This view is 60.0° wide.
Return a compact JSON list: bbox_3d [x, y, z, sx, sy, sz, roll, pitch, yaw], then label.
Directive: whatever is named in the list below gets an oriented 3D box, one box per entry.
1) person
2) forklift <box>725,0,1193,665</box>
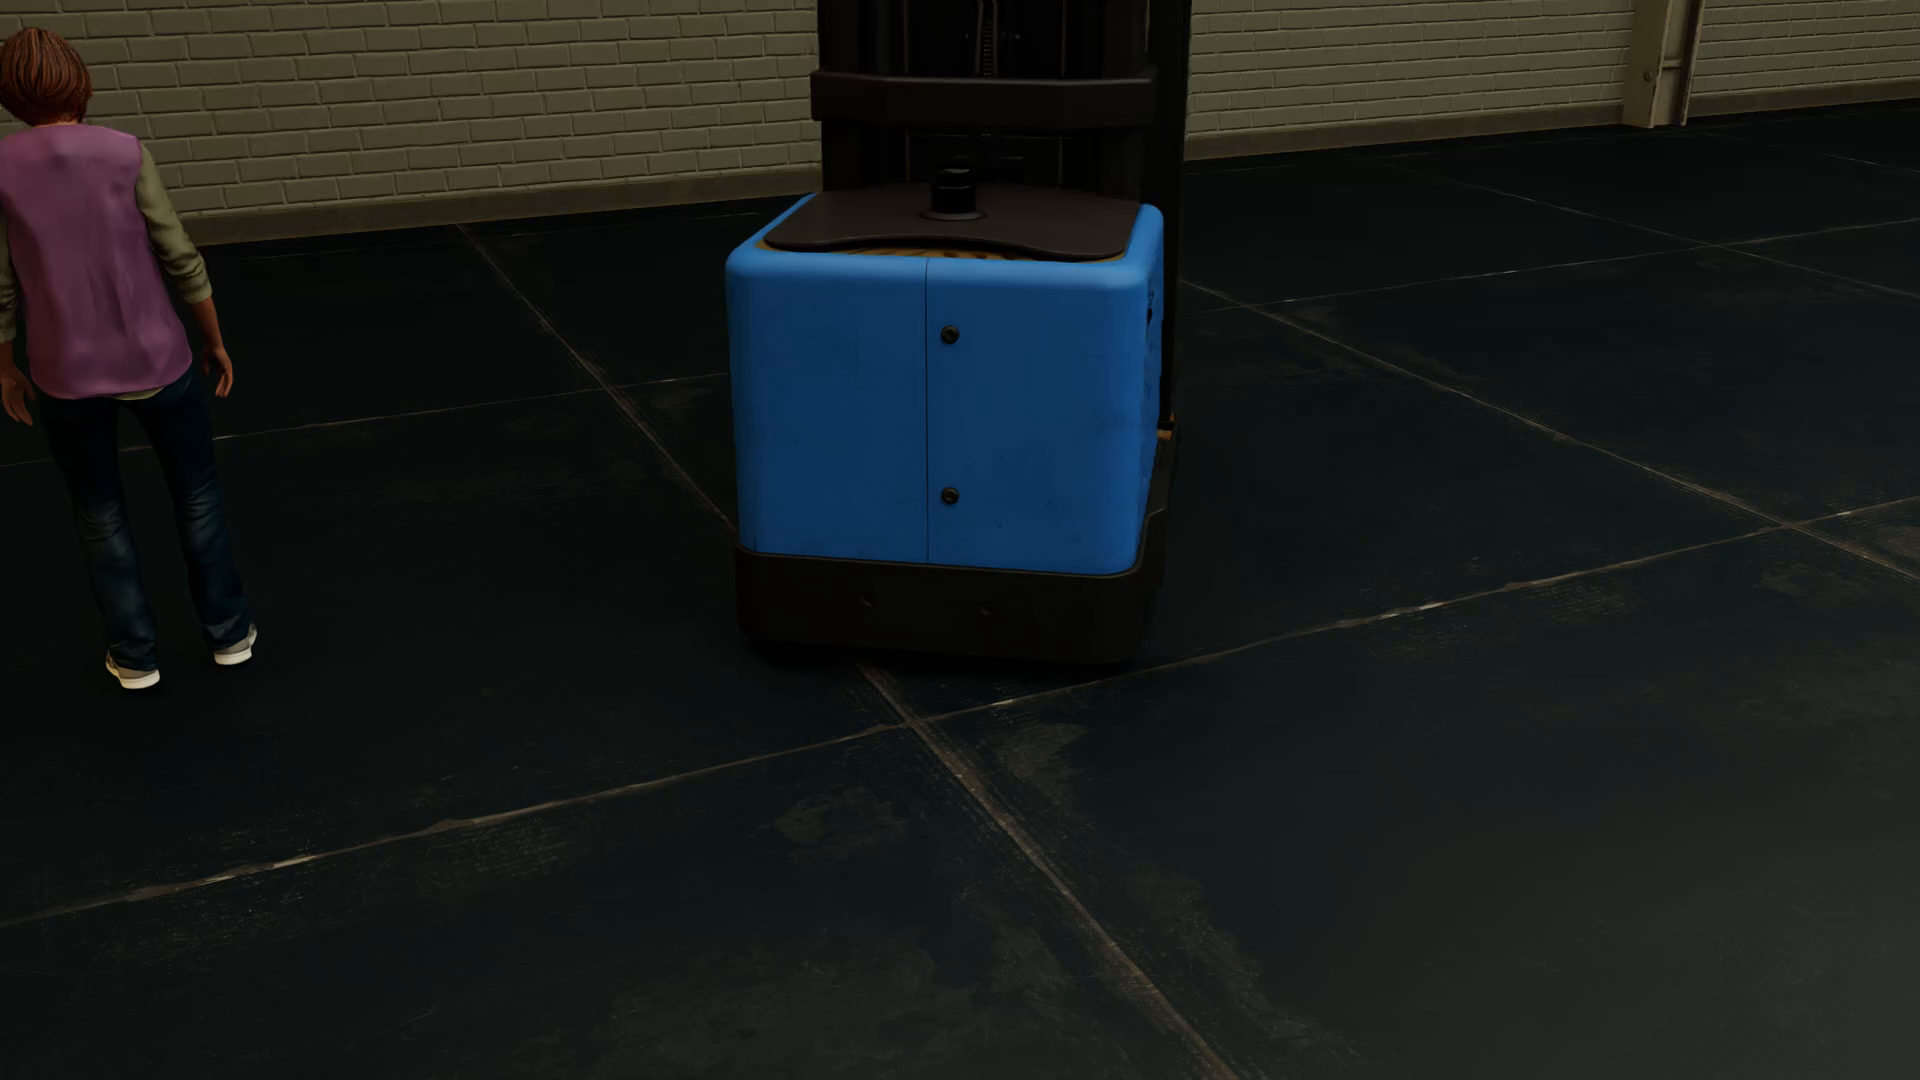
[{"bbox_3d":[-2.034,-0.405,4.009,0.514,1.592,0.367,-10,25,-23],"label":"person"},{"bbox_3d":[0.168,-1.574,5.074,1.130,2.935,3.031,4,23,9],"label":"forklift"}]
